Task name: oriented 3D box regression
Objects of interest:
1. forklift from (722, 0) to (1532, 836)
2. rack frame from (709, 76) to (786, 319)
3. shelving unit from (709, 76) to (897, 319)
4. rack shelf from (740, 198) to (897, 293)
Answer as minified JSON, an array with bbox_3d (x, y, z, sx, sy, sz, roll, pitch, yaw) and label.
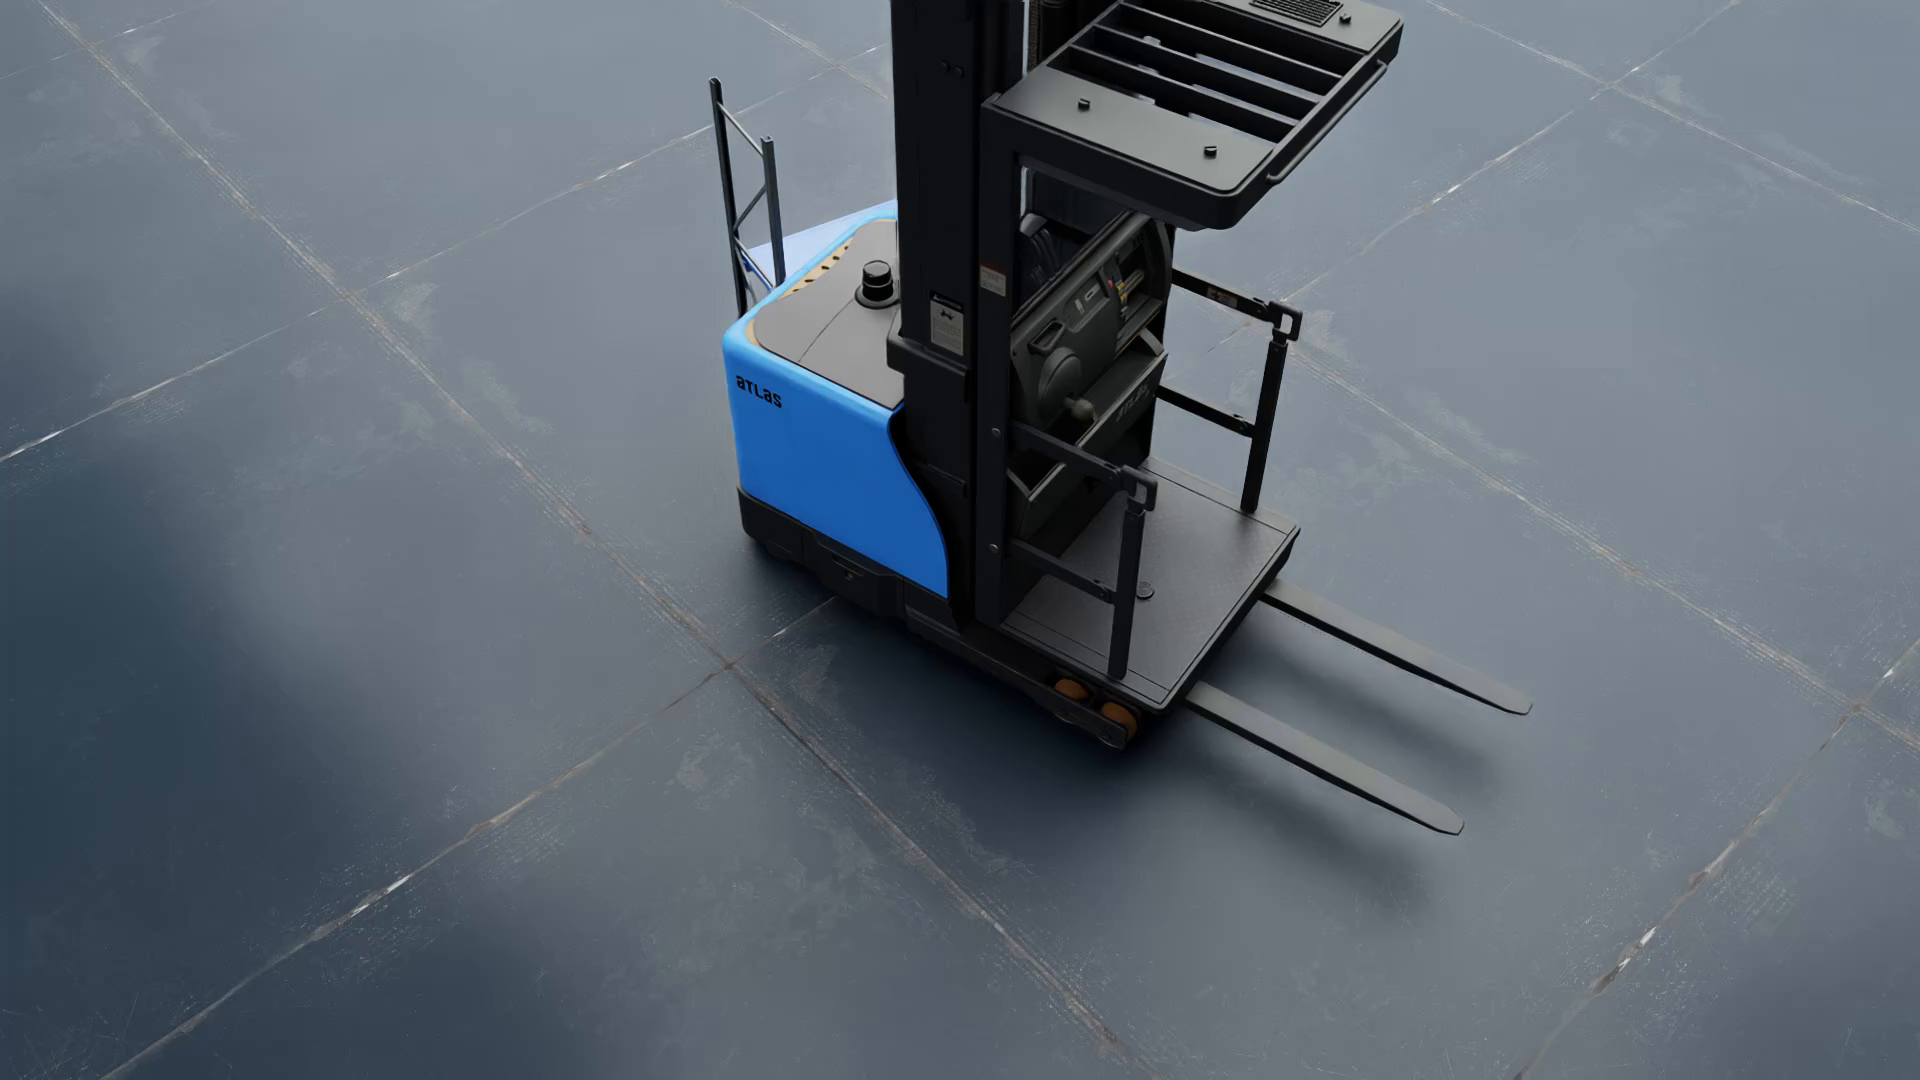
[{"bbox_3d":[0.616,-0.684,5.440,3.031,2.935,1.130,27,53,23],"label":"forklift"},{"bbox_3d":[-0.828,-1.117,6.813,0.032,1.500,0.500,-23,52,-20],"label":"rack frame"},{"bbox_3d":[-0.390,-1.307,6.989,1.048,1.500,0.538,-23,52,-20],"label":"shelving unit"},{"bbox_3d":[-0.390,-1.185,7.121,1.000,0.185,0.538,-23,52,-20],"label":"rack shelf"}]
